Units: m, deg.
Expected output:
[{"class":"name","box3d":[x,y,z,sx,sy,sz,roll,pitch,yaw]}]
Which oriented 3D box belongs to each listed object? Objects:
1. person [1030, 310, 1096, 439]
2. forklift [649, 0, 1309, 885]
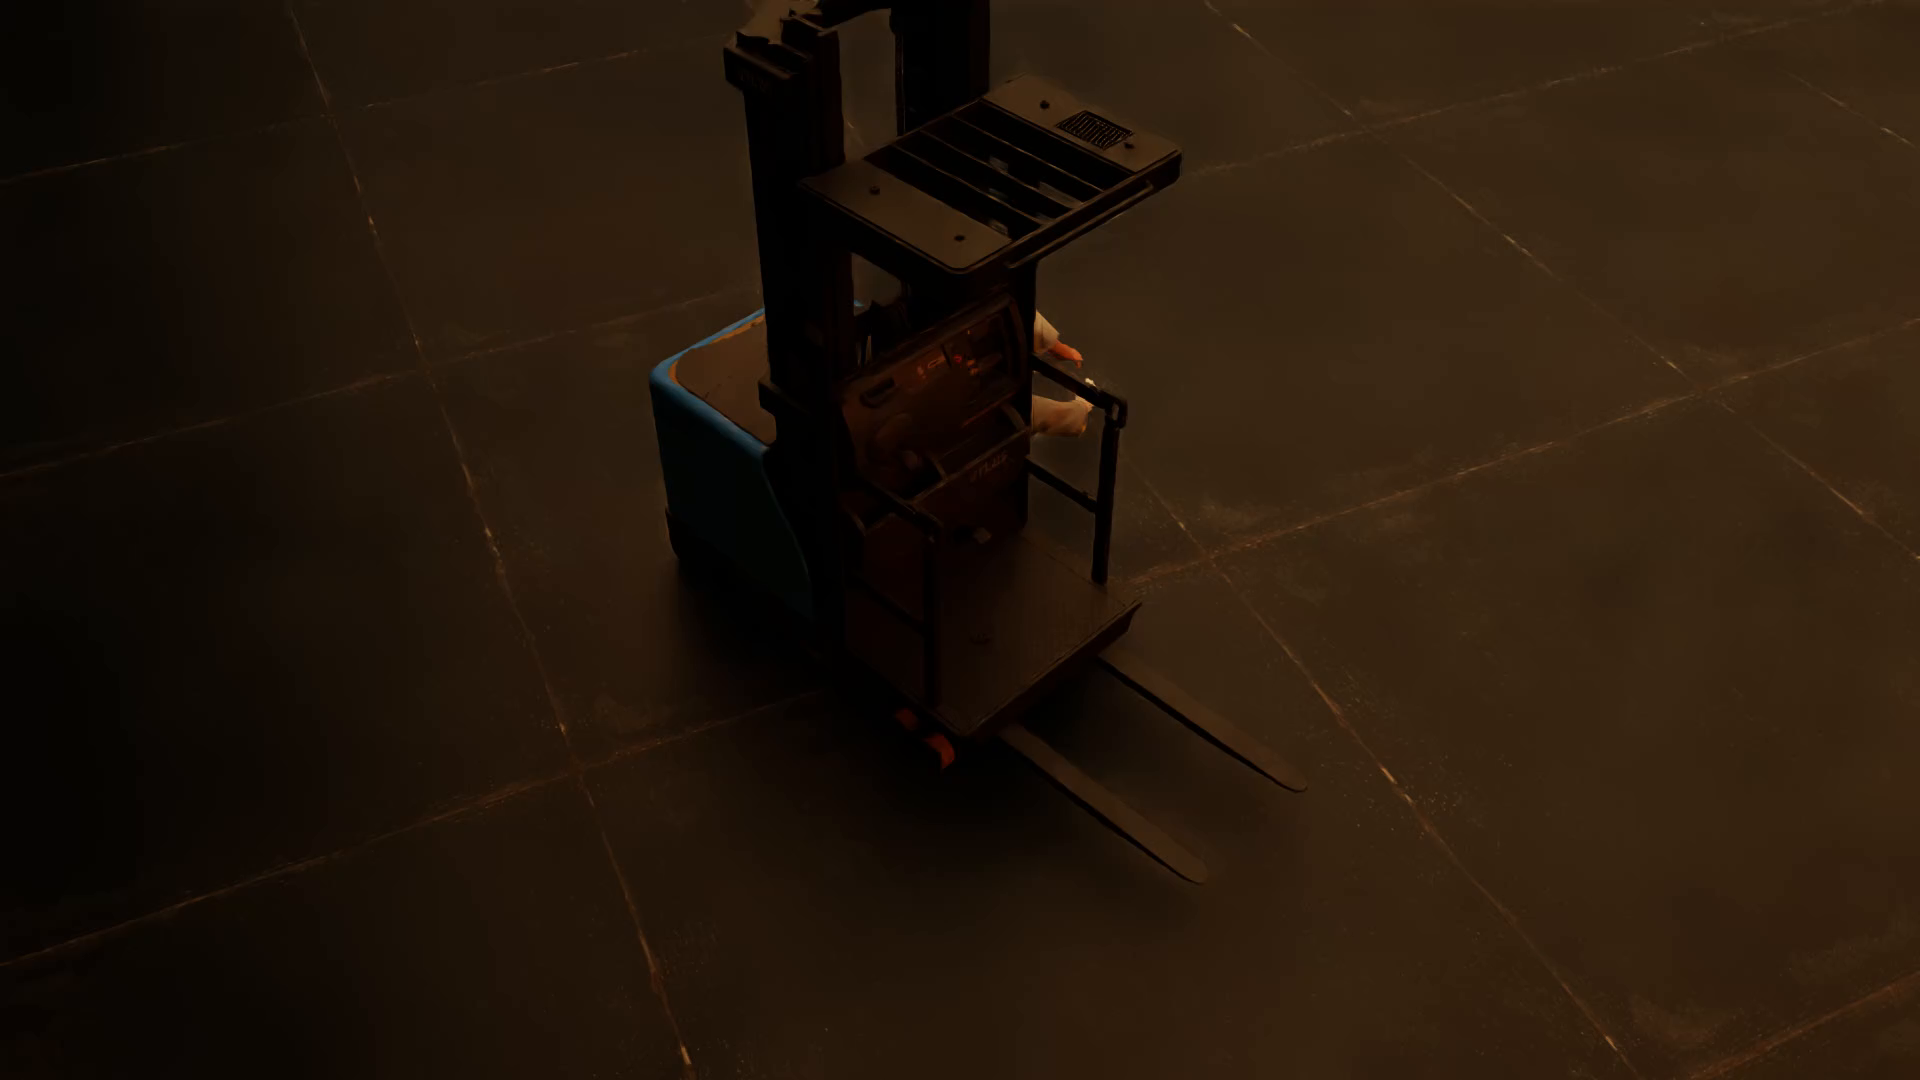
[{"class":"person","box3d":[0.097,-0.793,7.670,0.983,1.376,1.084,8,44,8]},{"class":"forklift","box3d":[0.058,-0.529,6.247,1.130,2.935,3.031,-34,53,-31]}]
